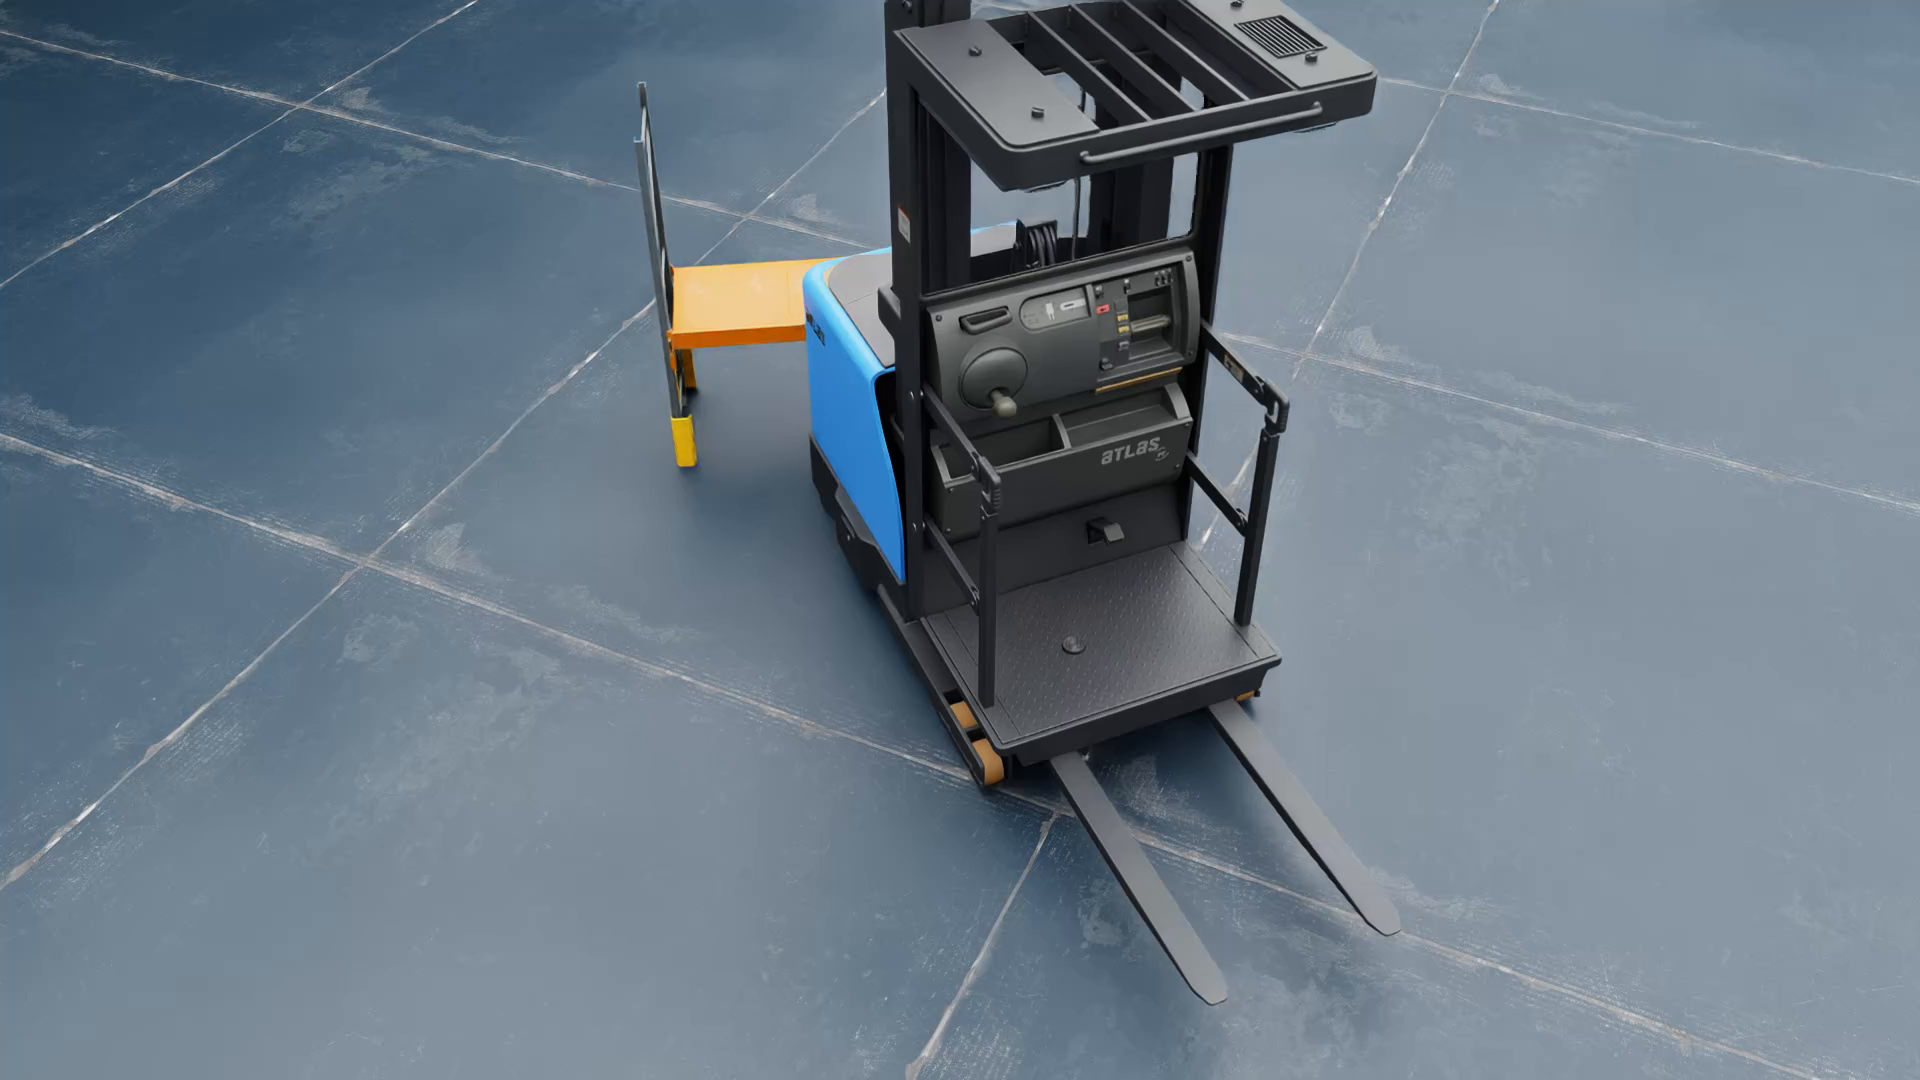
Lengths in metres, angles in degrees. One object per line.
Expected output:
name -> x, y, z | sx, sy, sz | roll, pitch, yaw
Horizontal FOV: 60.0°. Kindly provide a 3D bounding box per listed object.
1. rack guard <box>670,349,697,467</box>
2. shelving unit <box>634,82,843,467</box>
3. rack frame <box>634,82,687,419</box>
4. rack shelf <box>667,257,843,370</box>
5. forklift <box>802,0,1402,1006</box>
rack guard -> -1.203, -0.601, 7.252 | 0.087, 0.250, 0.587 | -4, 41, -5
shelving unit -> -0.709, -1.112, 6.887 | 1.083, 1.500, 0.587 | -4, 41, -5
rack frame -> -1.223, -1.071, 6.841 | 0.032, 1.500, 0.500 | -4, 41, -5
rack shelf -> -0.718, -0.975, 7.004 | 1.000, 0.185, 0.538 | -4, 41, -5
forklift -> 0.434, -0.579, 5.180 | 1.130, 2.935, 3.031 | -16, 43, -17
